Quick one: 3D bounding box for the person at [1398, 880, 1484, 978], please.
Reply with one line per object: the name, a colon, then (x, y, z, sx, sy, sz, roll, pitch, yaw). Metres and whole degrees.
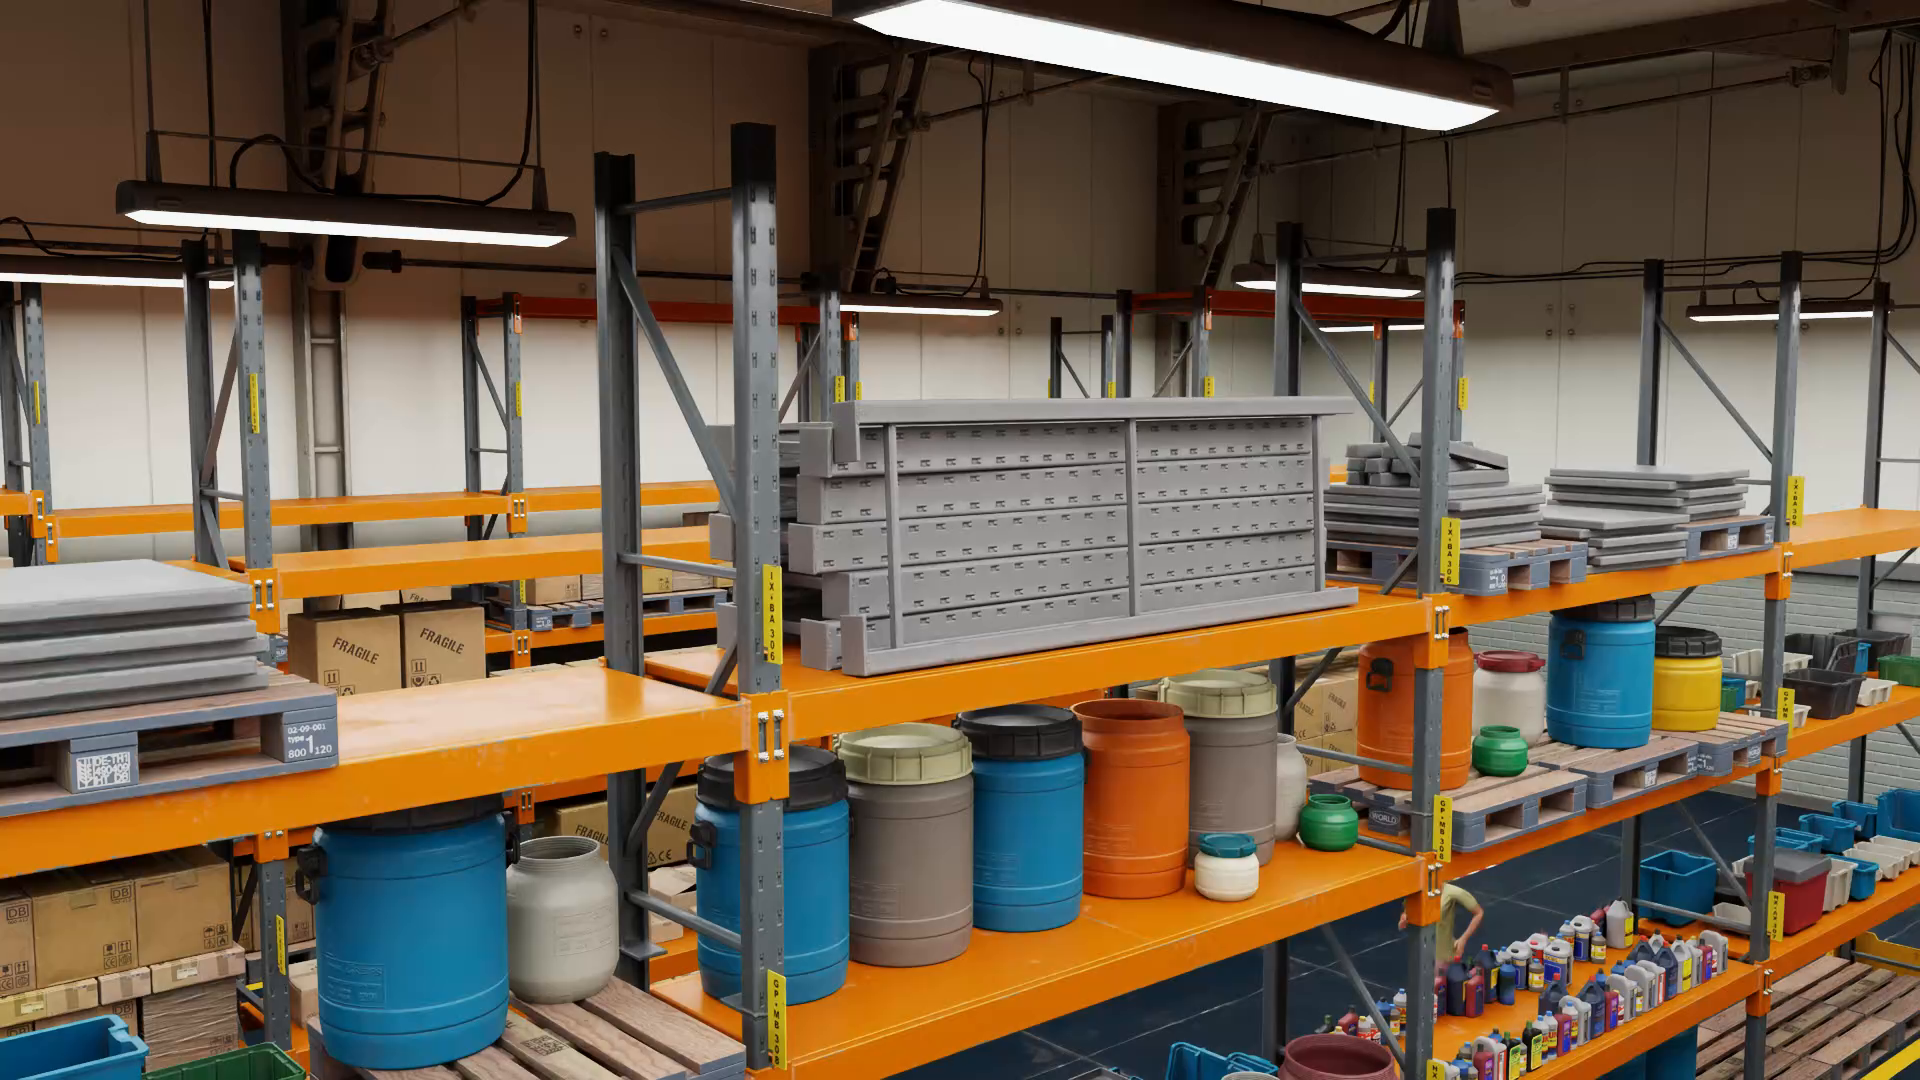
person: (3.564, 3.172, 12.470, 0.738, 1.705, 0.559, -4, 7, -37)
